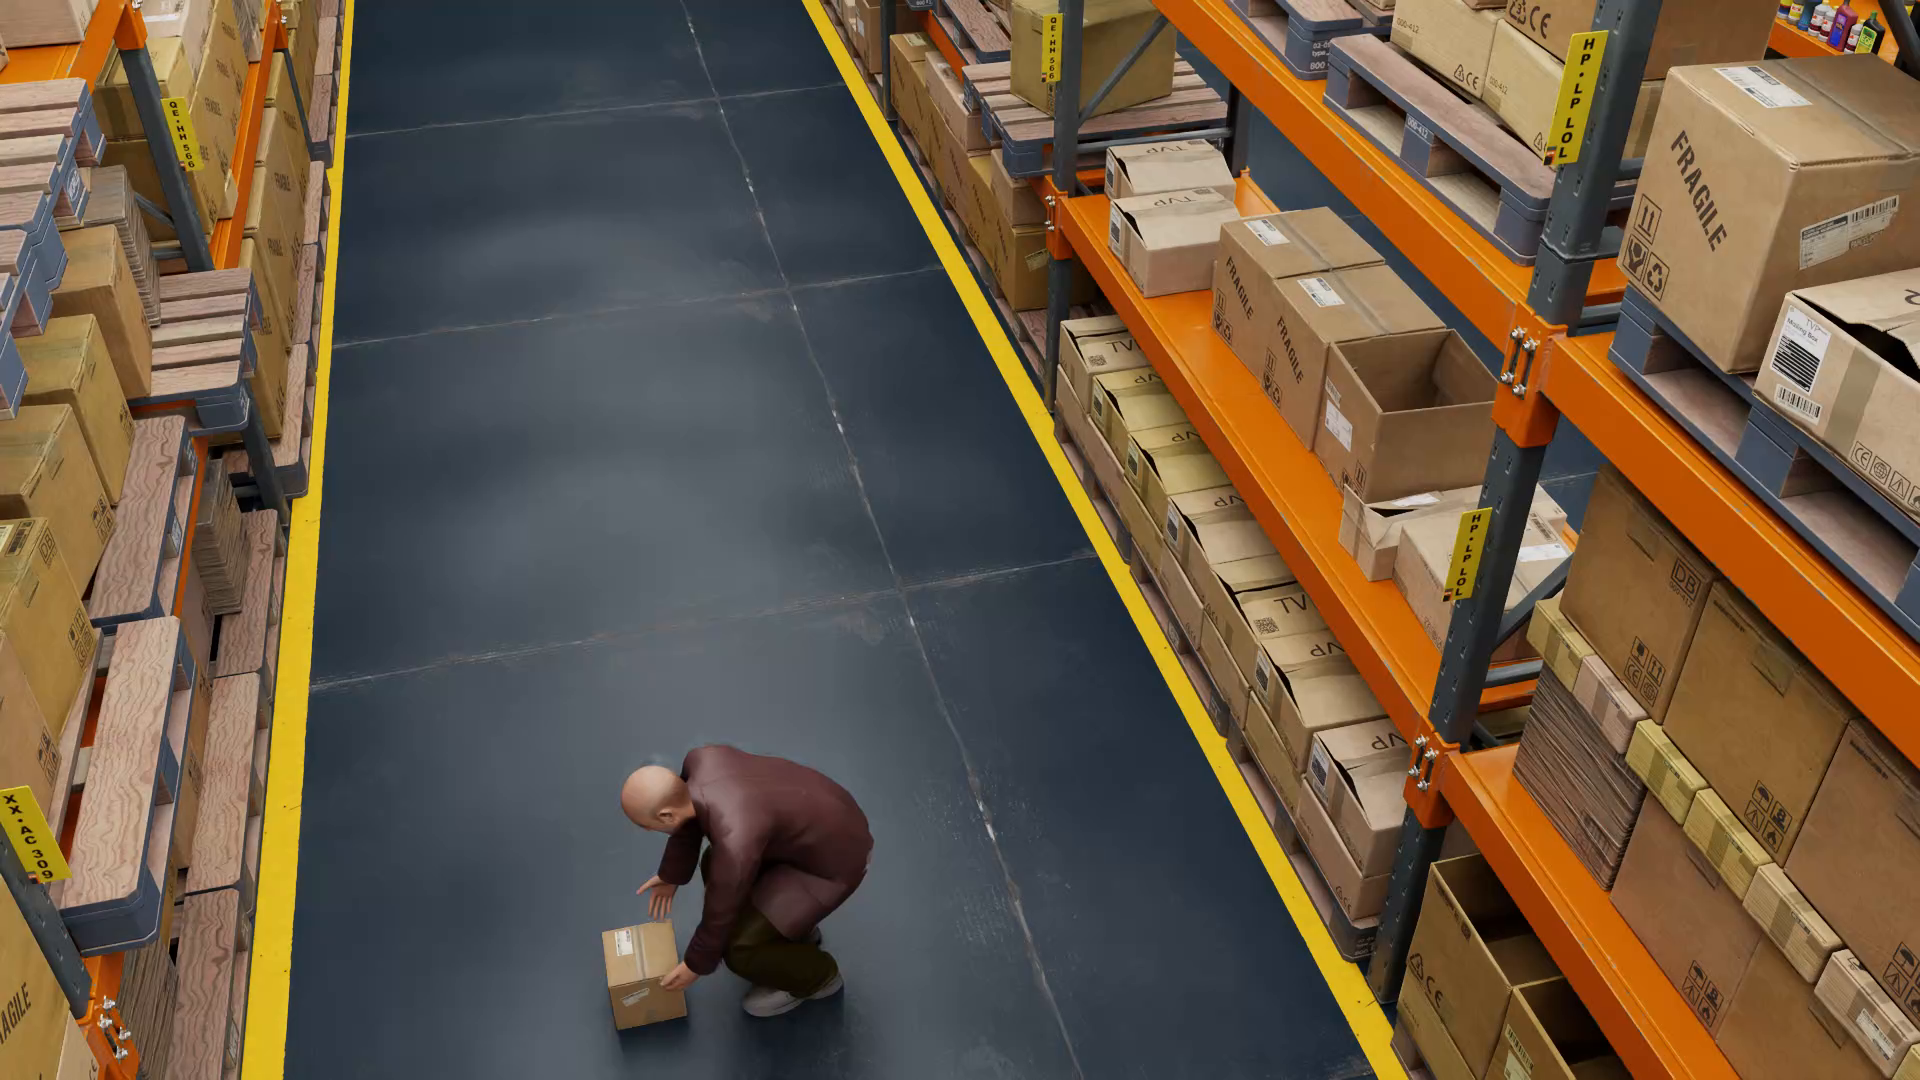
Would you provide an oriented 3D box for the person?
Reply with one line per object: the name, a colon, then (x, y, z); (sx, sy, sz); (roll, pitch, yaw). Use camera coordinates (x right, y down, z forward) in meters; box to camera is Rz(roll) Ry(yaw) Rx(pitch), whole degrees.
person: (-0.702, 1.145, 5.738); (0.830, 1.178, 0.622); (-9, 39, -12)
